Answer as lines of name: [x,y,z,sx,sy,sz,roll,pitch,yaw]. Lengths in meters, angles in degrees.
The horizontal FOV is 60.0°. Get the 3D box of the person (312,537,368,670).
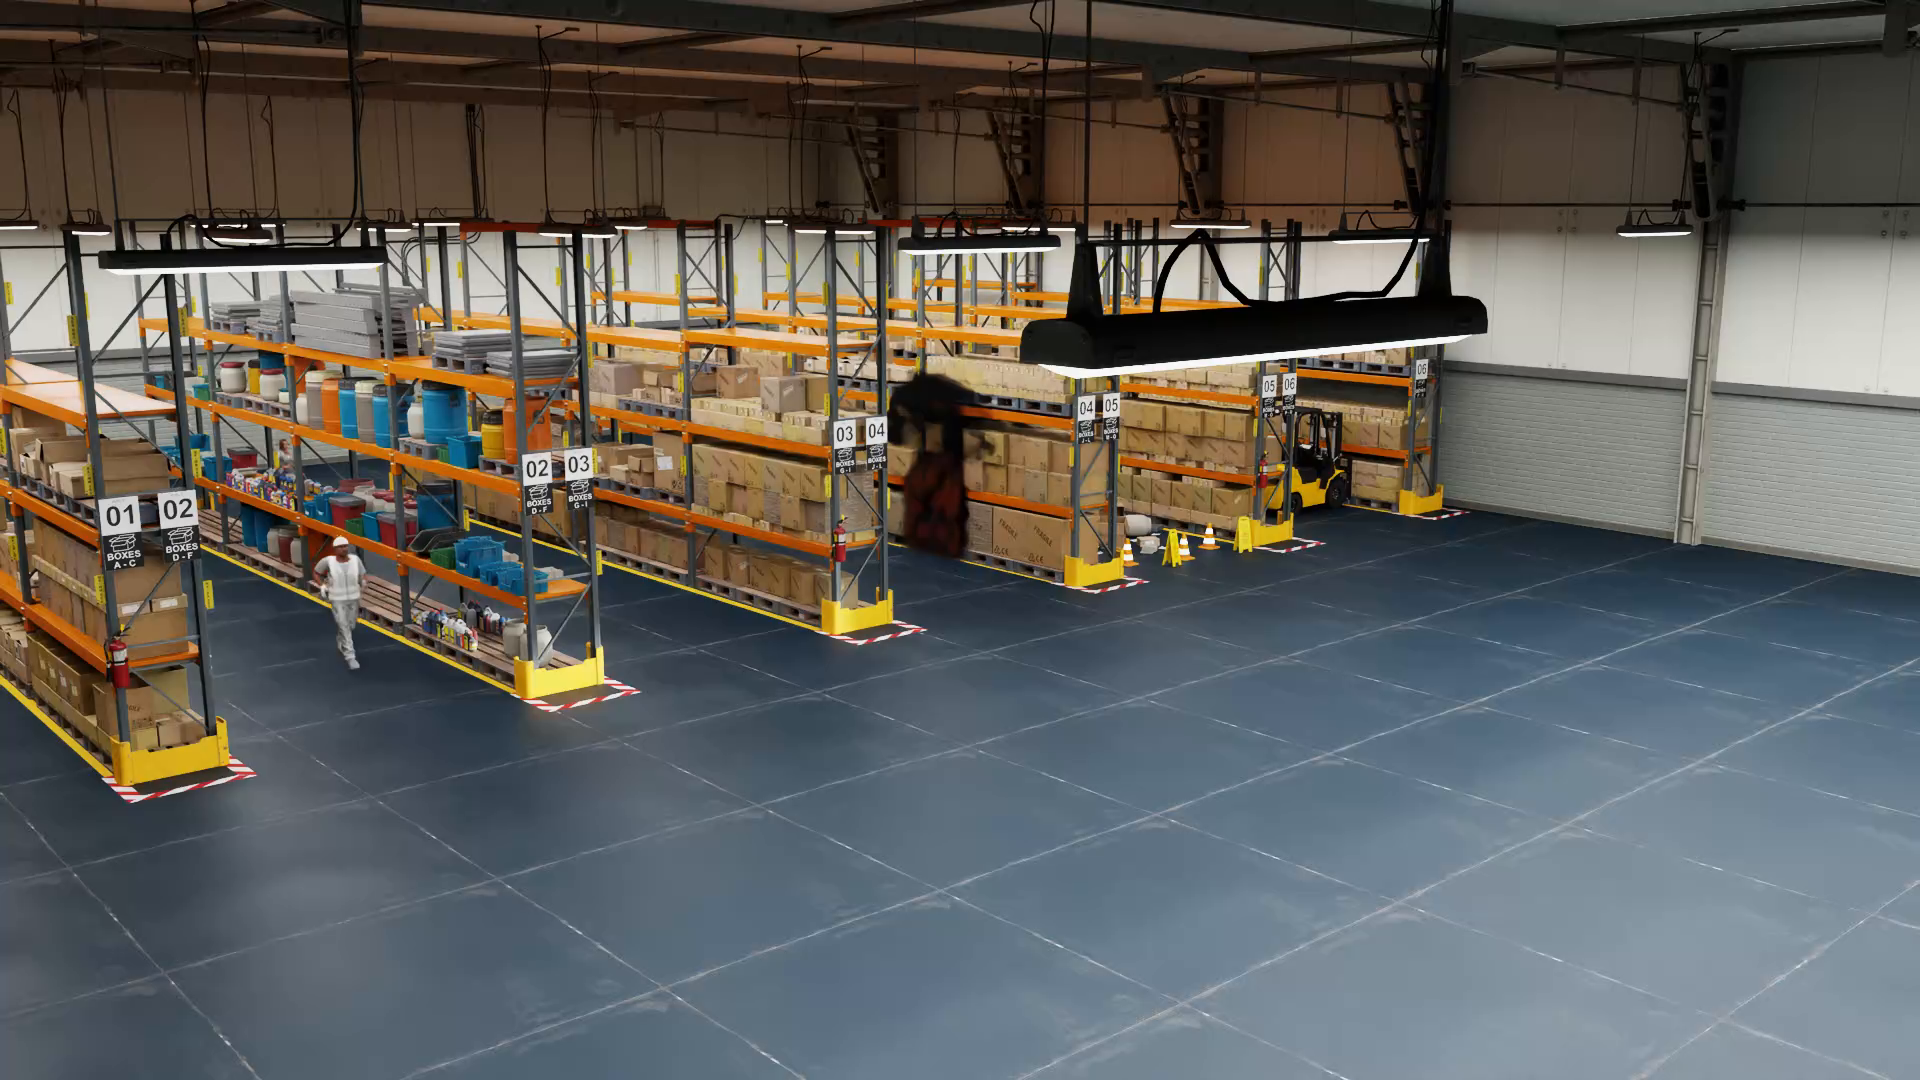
person: [-8.578,0.832,23.174,0.682,1.794,0.990,-9,15,-38]

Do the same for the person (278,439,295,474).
person: [-13.762,-1.249,33.967,0.815,1.617,0.529,9,15,38]
